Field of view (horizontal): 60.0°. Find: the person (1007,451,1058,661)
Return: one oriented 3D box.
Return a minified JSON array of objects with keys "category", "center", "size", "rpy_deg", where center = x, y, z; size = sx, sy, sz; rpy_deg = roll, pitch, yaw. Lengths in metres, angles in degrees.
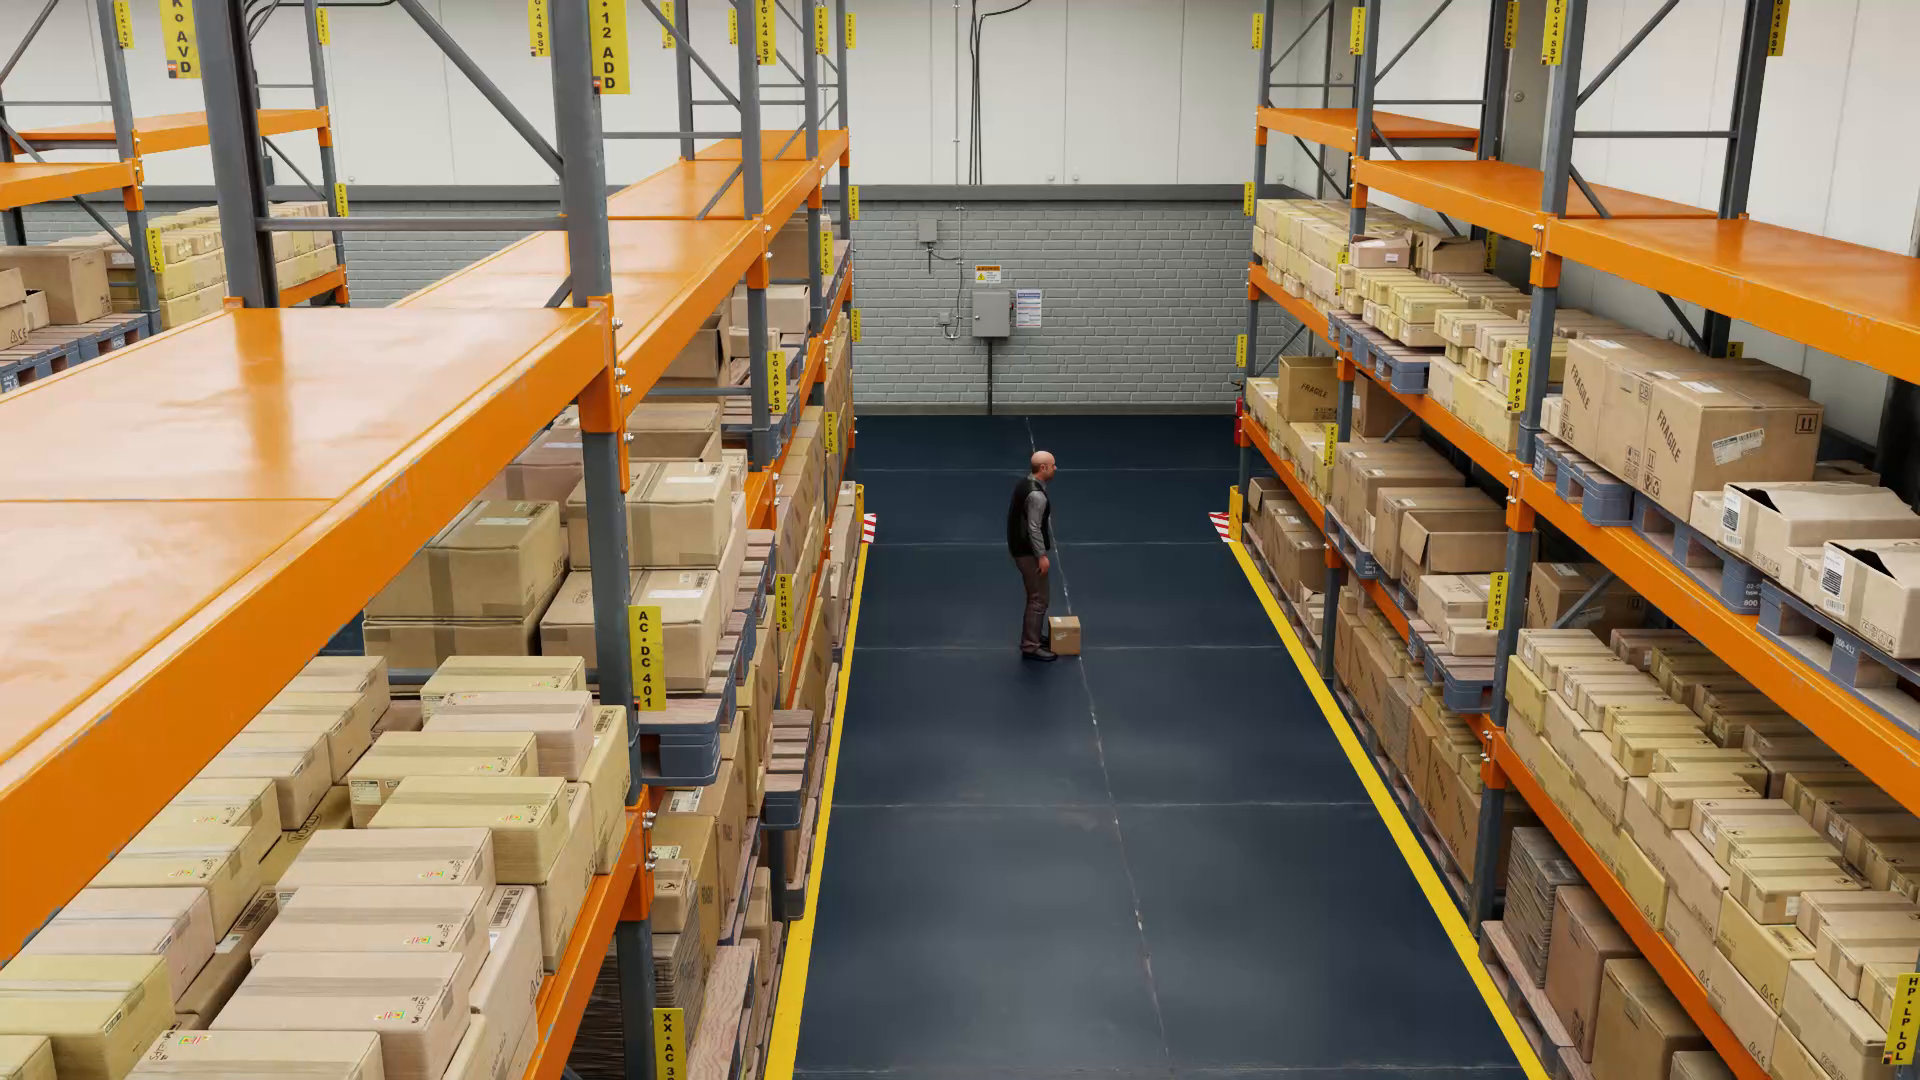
[{"category":"person","center":[0.625,0.104,13.824],"size":[0.469,1.721,0.594],"rpy_deg":[-1,17,-4]}]
